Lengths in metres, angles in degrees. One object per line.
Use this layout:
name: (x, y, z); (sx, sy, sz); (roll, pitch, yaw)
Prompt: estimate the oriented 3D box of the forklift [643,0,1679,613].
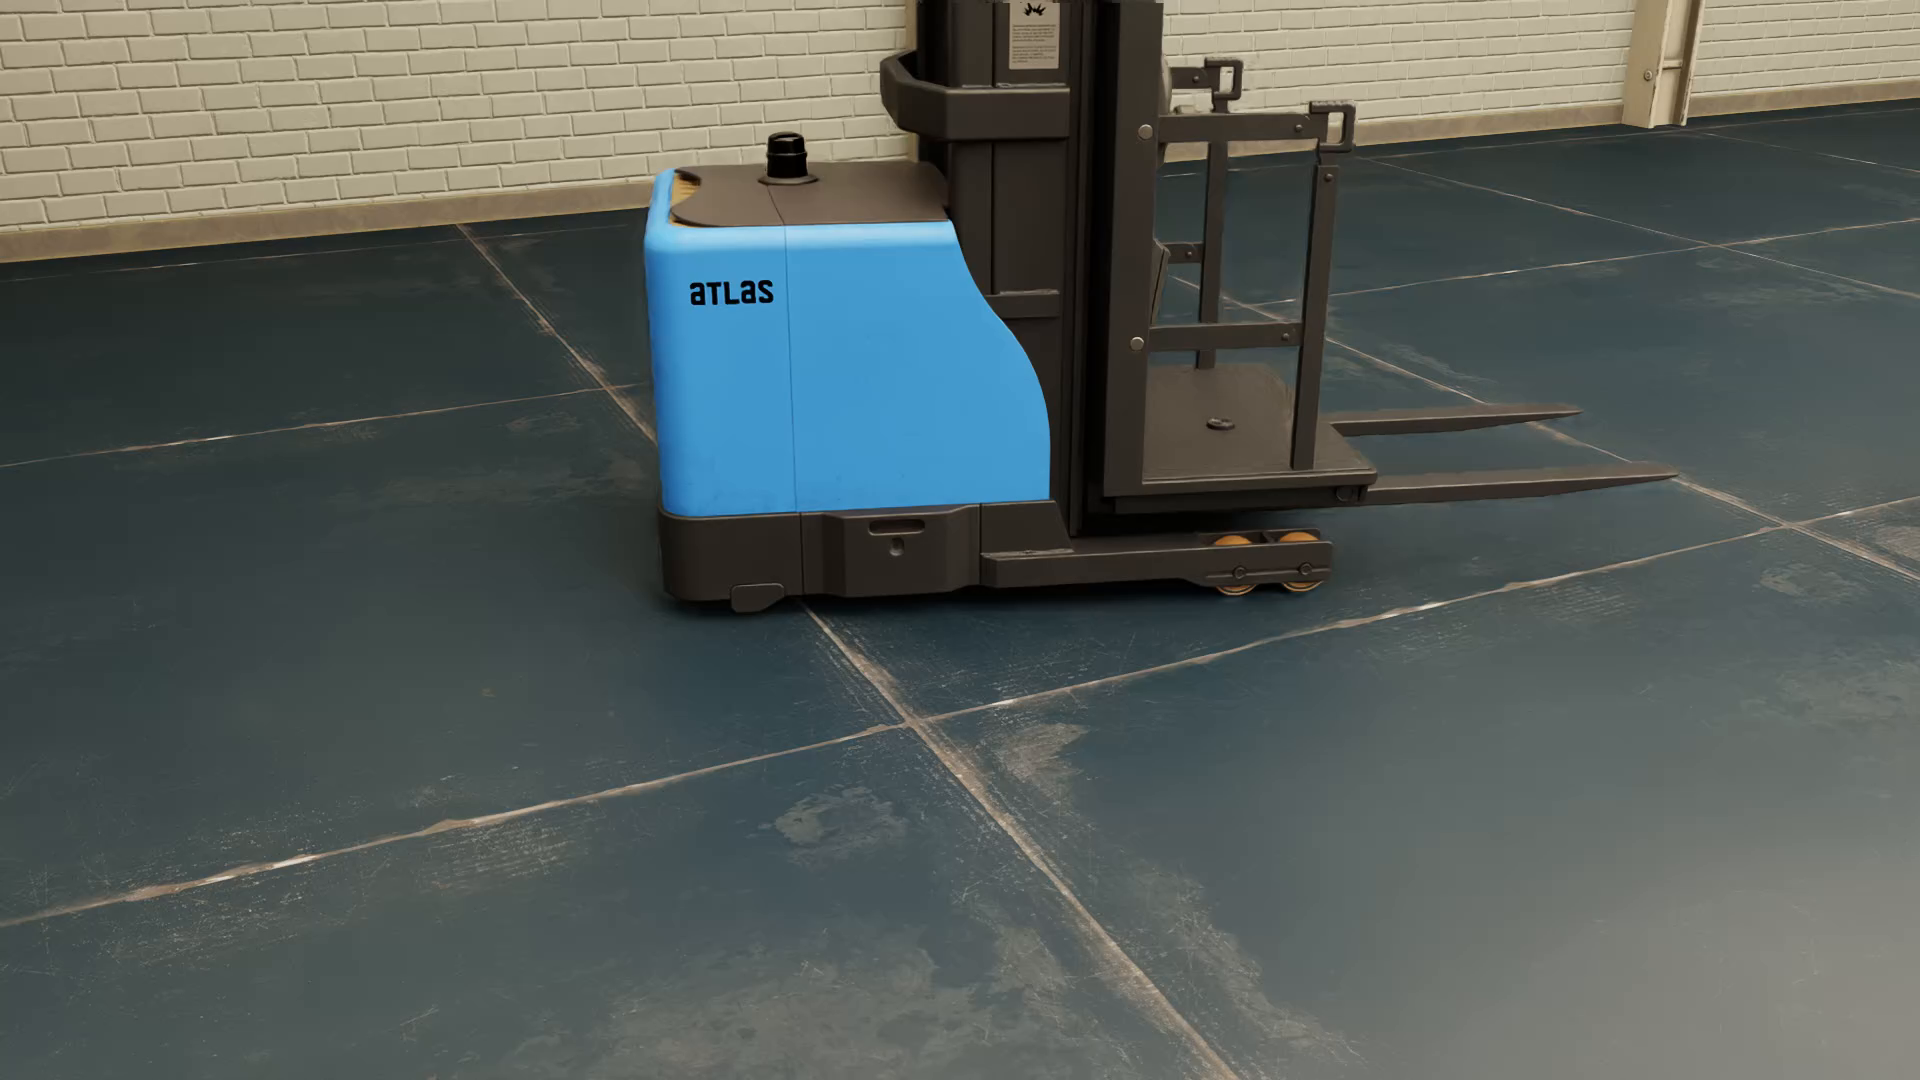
forklift: (0.624, -1.394, 4.643); (3.031, 2.935, 1.130); (-3, 23, -7)
